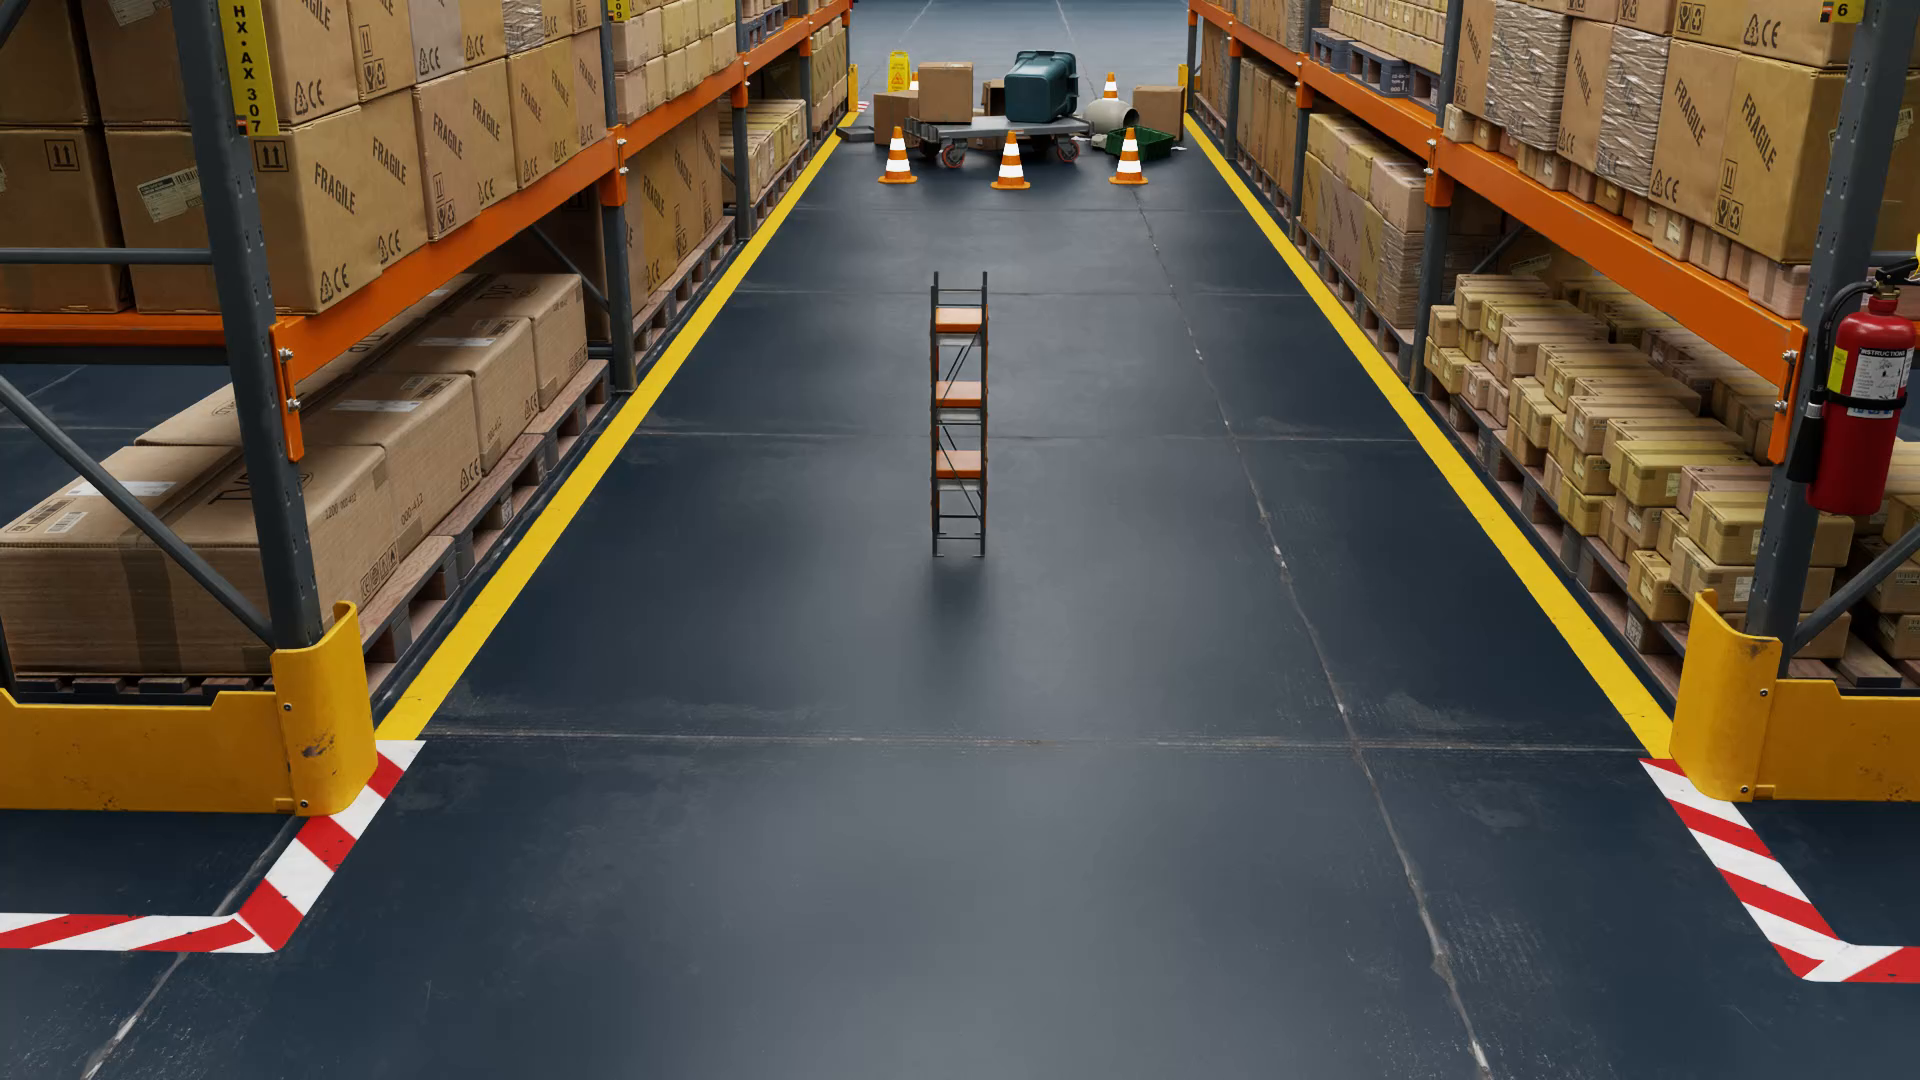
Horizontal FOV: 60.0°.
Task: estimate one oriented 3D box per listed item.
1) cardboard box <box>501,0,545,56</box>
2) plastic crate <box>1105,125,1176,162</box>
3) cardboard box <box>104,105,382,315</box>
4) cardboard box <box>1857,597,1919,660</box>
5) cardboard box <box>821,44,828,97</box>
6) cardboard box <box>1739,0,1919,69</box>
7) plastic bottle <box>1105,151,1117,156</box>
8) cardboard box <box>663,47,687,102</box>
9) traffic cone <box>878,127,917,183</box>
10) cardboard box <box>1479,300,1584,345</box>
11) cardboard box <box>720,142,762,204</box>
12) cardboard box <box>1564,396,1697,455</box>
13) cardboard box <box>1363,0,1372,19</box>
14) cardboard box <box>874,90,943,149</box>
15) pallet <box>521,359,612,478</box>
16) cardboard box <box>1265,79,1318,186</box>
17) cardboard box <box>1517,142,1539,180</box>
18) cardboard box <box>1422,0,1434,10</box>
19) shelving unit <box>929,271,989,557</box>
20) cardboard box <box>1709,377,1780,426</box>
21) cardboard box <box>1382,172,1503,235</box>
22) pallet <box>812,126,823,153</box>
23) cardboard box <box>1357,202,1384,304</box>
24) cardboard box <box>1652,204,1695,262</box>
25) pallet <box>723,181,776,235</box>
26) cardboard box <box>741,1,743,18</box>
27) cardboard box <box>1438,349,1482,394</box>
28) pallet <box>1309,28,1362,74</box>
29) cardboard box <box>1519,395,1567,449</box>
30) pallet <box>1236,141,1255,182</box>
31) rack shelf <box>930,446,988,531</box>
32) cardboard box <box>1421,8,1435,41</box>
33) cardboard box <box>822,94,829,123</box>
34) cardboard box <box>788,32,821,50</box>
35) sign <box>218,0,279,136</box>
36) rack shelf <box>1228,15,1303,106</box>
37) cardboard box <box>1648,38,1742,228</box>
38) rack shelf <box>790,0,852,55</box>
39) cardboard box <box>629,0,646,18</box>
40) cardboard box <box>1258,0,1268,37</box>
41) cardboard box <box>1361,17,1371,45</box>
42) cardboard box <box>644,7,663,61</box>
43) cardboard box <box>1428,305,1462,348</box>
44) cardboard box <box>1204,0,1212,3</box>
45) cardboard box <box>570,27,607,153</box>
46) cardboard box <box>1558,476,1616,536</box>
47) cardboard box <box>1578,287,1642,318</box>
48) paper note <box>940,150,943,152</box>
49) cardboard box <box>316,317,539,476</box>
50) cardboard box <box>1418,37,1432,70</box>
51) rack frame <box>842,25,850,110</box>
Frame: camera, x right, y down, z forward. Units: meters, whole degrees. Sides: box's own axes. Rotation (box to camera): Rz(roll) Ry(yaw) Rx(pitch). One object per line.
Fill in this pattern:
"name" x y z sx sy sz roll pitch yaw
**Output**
"cardboard box" -1.924 -2.132 6.356 0.500 0.500 0.500 1 21 2
"plastic crate" 1.734 -3.828 16.056 0.450 0.188 0.662 23 29 25
"cardboard box" -1.976 -0.931 4.643 0.500 0.500 0.500 0 21 1
"cardboard box" 3.009 0.251 5.095 0.380 0.149 0.250 1 21 3
"cardboard box" -1.620 -4.720 16.732 0.500 0.500 0.500 1 21 4
"cardboard box" 2.438 -1.516 4.357 0.500 0.500 0.500 0 21 1
"plastic bottle" 1.538 -3.781 16.190 0.133 0.061 0.283 -11 24 -26
"cardboard box" -1.833 -2.619 9.339 0.500 0.250 0.500 0 21 1
"traffic cone" -0.551 -3.406 14.668 0.336 0.463 0.334 1 21 2
"cardboard box" 2.551 -0.973 7.428 0.380 0.149 0.250 0 21 1
"cardboard box" -2.007 -2.781 12.603 0.950 0.372 0.625 -1 21 -2
"cardboard box" 2.406 -0.410 5.978 0.380 0.149 0.250 1 21 4
"cardboard box" 2.674 -3.257 10.133 0.380 0.149 0.250 1 21 2
"cardboard box" -0.520 -4.261 16.816 0.500 0.500 0.500 18 27 38
"pallet" -2.257 -0.586 7.748 1.003 0.211 1.213 1 21 2
"cardboard box" 3.048 -3.271 13.342 1.050 0.750 0.750 1 21 2
"cardboard box" 2.483 -1.546 6.715 0.380 0.149 0.250 1 21 3
"cardboard box" 2.629 -2.836 8.636 0.380 0.149 0.250 0 21 0
"shelving unit" -0.002 -0.470 6.289 0.215 1.050 0.252 1 21 2
"cardboard box" 3.049 -0.502 6.214 0.380 0.149 0.250 1 21 2
"cardboard box" 2.565 -1.794 8.845 0.500 0.250 0.500 0 21 0
"pallet" -1.928 -3.996 16.536 1.003 0.211 1.213 1 21 2
"cardboard box" 2.581 -1.629 9.455 0.500 0.500 0.500 0 21 0
"cardboard box" 2.423 -0.973 5.237 0.380 0.149 0.250 1 21 3
"pallet" -2.009 -2.589 12.910 1.003 0.211 1.213 1 21 2
"cardboard box" -1.797 -3.902 12.207 0.380 0.149 0.250 -1 21 -2
"cardboard box" 2.454 -0.785 7.765 0.380 0.149 0.250 1 21 3
"pallet" 3.001 -3.240 10.999 1.213 0.211 1.003 1 21 2
"cardboard box" 2.428 -0.463 6.525 0.380 0.149 0.250 1 21 2
"pallet" 3.090 -3.455 15.142 1.003 0.211 1.213 1 21 2
"rack shelf" -0.002 -0.201 6.394 0.215 0.259 0.240 1 21 2
"cardboard box" 2.627 -2.691 8.672 0.380 0.149 0.250 2 21 4
"cardboard box" -1.620 -4.370 16.866 0.500 0.250 0.500 2 21 5
"cardboard box" -1.561 -4.874 16.230 0.380 0.149 0.250 1 21 2
"sign" -1.723 -1.146 4.030 0.100 0.325 0.005 1 21 2
"rack shelf" 2.977 -3.976 13.625 1.077 0.370 4.000 1 21 2
"cardboard box" 2.450 -1.233 5.010 0.500 0.500 0.500 0 21 1
"rack shelf" -1.852 -5.441 17.398 1.077 0.370 4.000 1 21 2
"cardboard box" -1.855 -2.829 8.153 0.500 0.500 0.500 1 21 2
"cardboard box" 2.705 -4.347 13.448 0.500 0.500 0.500 1 21 2
"cardboard box" 2.673 -3.119 10.188 0.380 0.149 0.250 1 21 3
"cardboard box" -1.873 -2.668 8.775 0.500 0.250 0.500 1 21 2
"cardboard box" 2.464 -1.020 7.961 0.380 0.149 0.250 2 21 4
"cardboard box" 3.056 -6.016 17.680 0.875 0.550 0.550 1 21 2
"cardboard box" -1.915 -2.036 7.492 0.500 0.500 0.500 1 21 2
"cardboard box" 2.421 -0.126 6.068 0.380 0.149 0.250 0 21 -1
"cardboard box" 3.076 -1.062 7.657 0.380 0.149 0.250 1 21 2
"paper note" -0.191 -3.841 16.387 0.148 0.019 0.142 1 21 2
"cardboard box" -2.309 -0.612 6.921 0.875 0.438 0.875 0 21 0
"cardboard box" 2.626 -2.551 8.723 0.380 0.149 0.250 1 21 1
"rack frame" -1.791 -6.499 19.132 1.000 3.000 0.127 1 21 2
